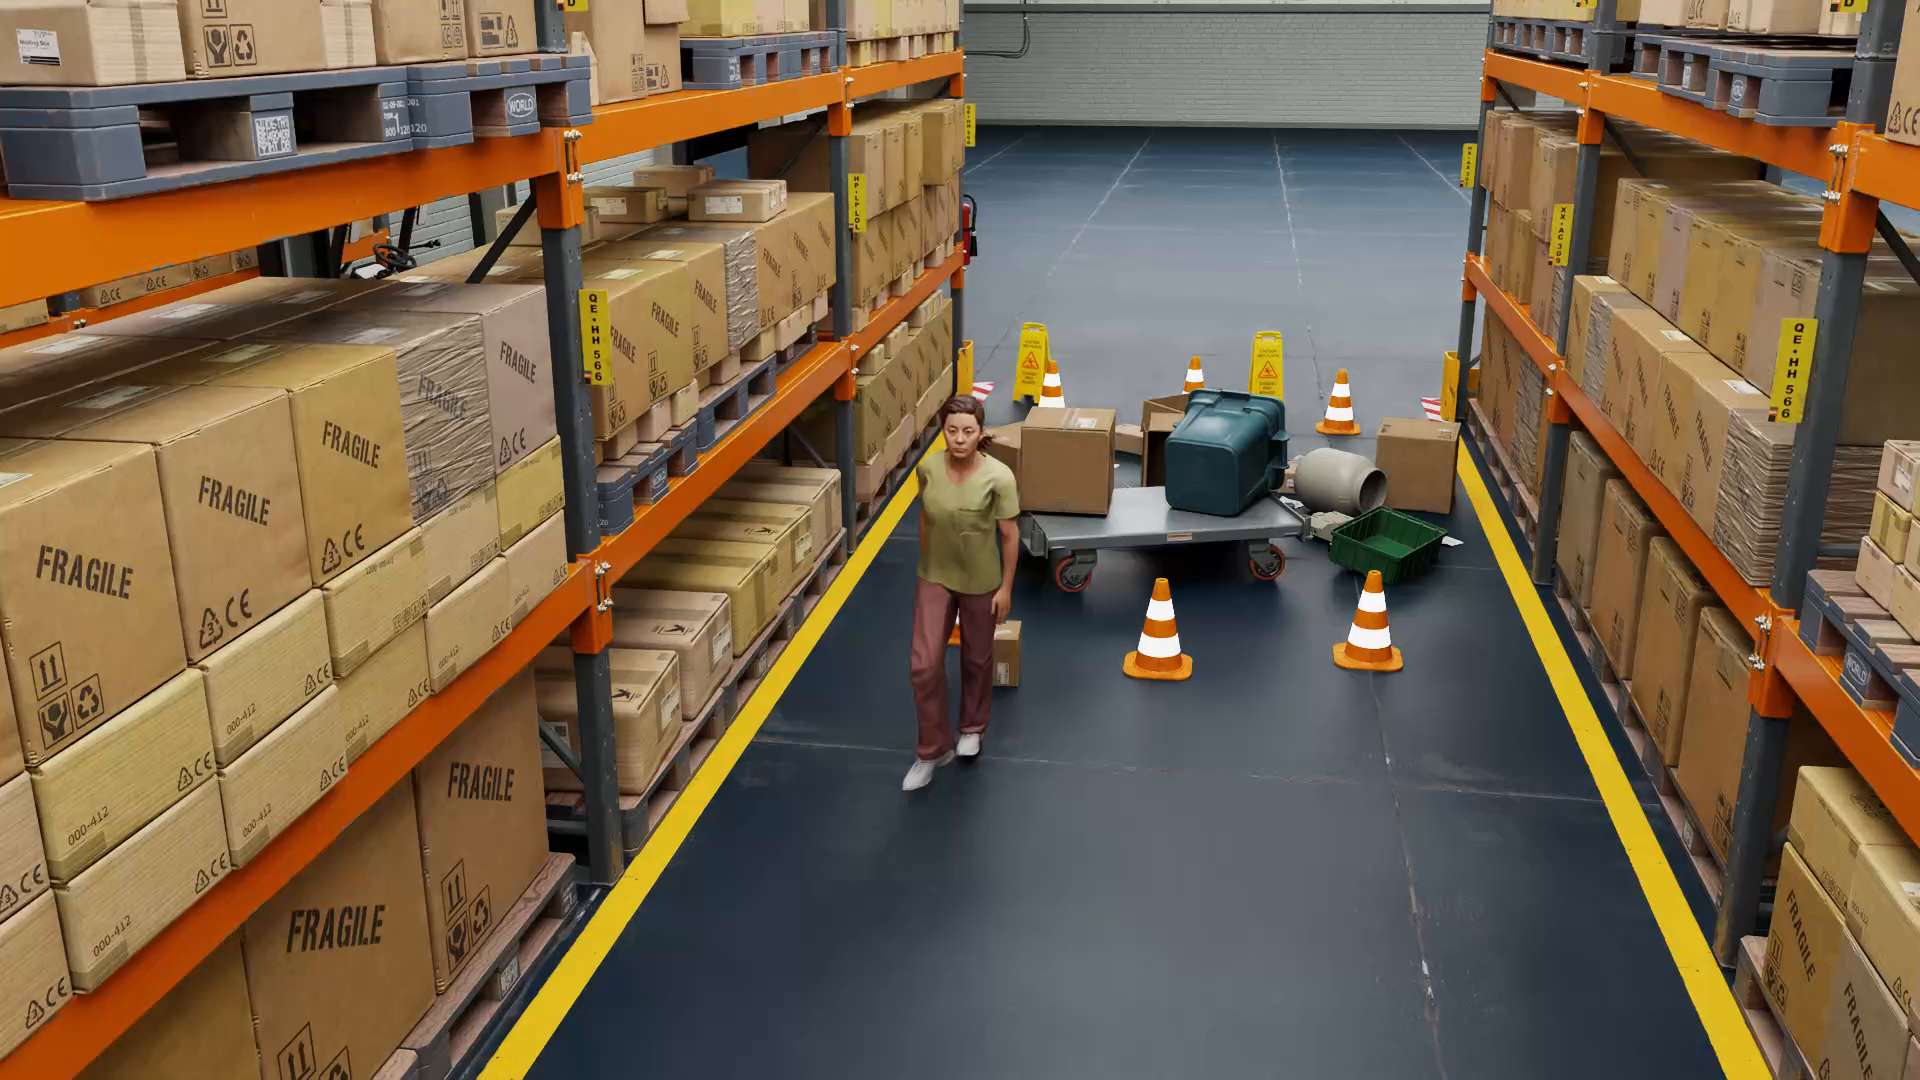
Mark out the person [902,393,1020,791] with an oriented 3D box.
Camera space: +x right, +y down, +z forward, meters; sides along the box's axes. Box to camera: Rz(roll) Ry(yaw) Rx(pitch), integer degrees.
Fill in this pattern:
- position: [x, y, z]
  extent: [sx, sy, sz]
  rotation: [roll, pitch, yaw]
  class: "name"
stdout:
- position: [0.027, 0.199, 6.979]
  extent: [0.471, 1.693, 0.576]
  rotation: [4, 18, 13]
  class: "person"
